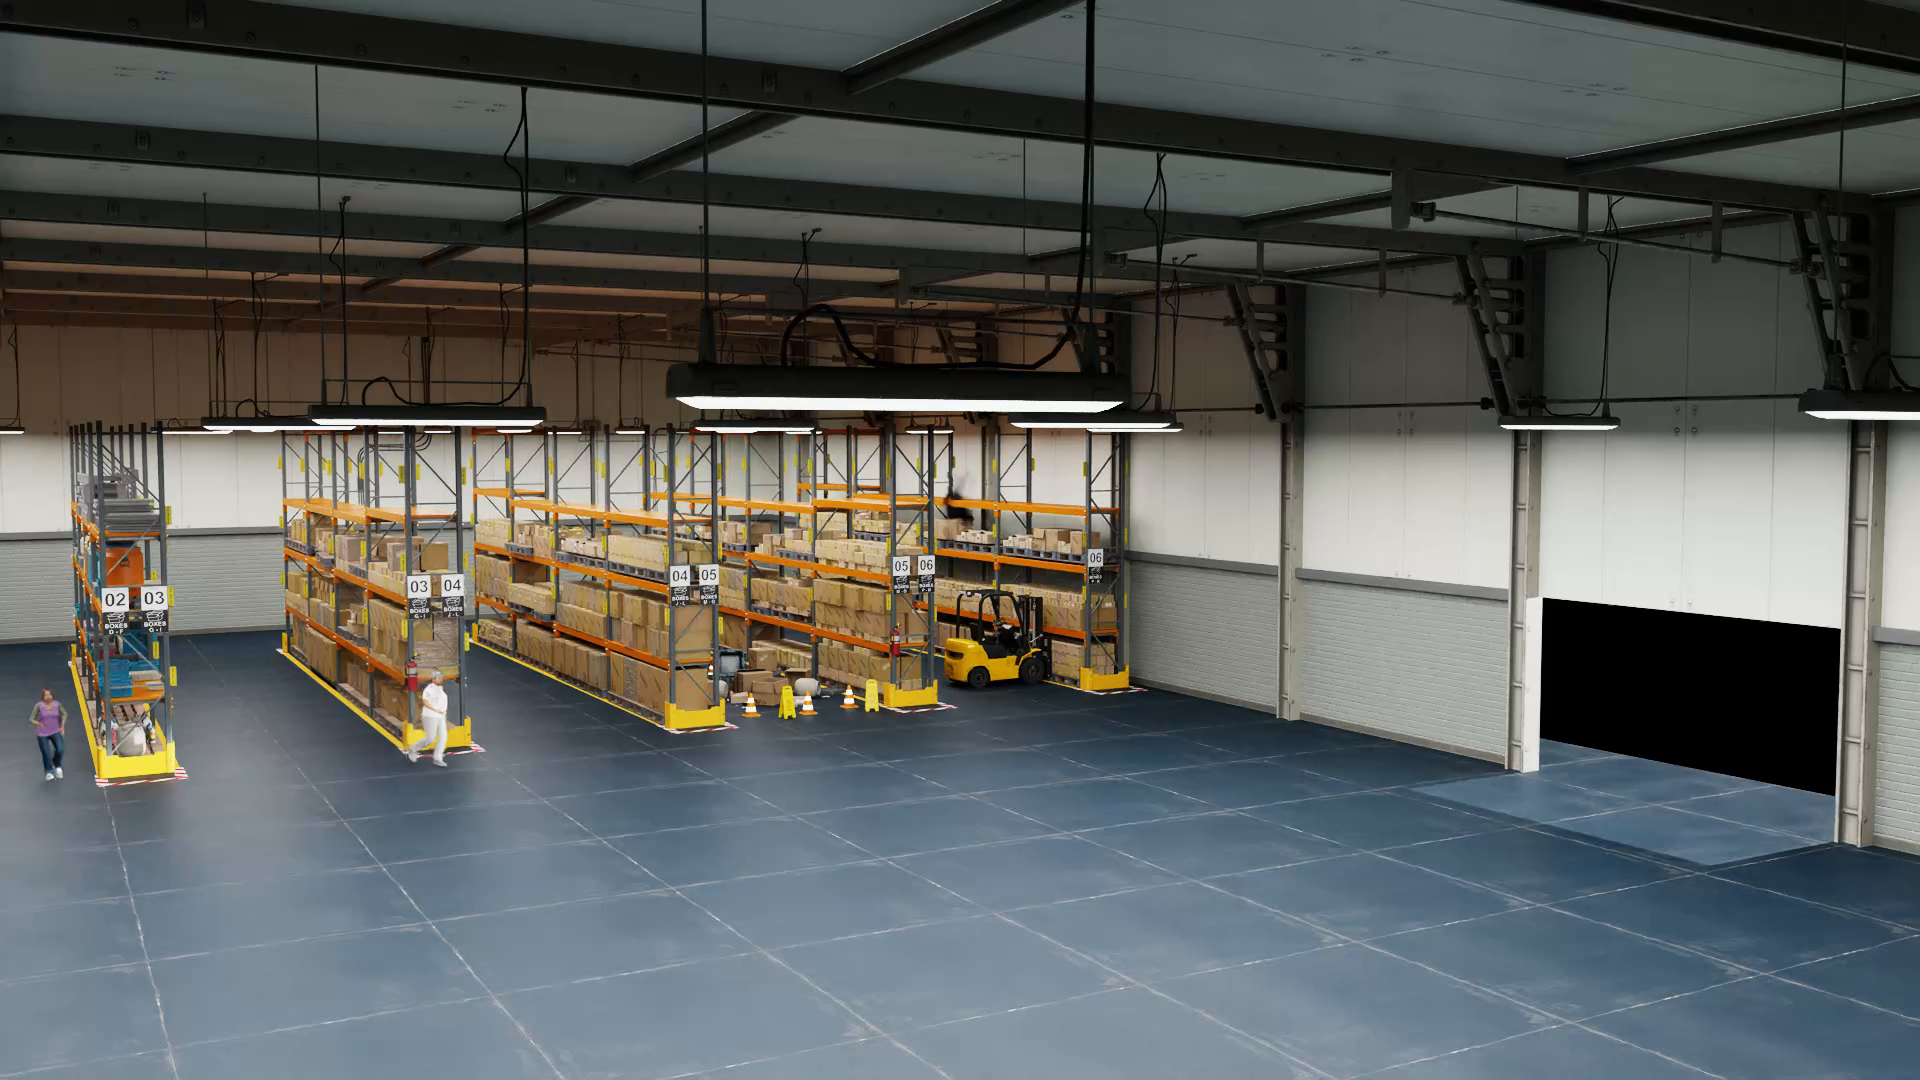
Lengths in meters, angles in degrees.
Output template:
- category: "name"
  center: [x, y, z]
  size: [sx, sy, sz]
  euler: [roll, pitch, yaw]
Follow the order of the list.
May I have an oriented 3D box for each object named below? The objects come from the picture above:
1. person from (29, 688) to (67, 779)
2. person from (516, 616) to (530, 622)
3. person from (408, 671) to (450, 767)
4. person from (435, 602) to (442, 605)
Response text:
- category: "person"
  center: [-15.112, 3.228, 27.597]
  size: [0.576, 1.542, 0.613]
  euler: [-3, 4, -36]
- category: "person"
  center: [-12.648, 1.930, 48.080]
  size: [0.544, 1.648, 0.689]
  euler: [2, 4, 28]
- category: "person"
  center: [-9.264, 3.117, 29.151]
  size: [0.762, 1.643, 0.645]
  euler: [1, 4, 11]
- category: "person"
  center: [-14.528, 2.046, 45.730]
  size: [0.744, 1.711, 0.650]
  euler: [-1, 4, -19]
